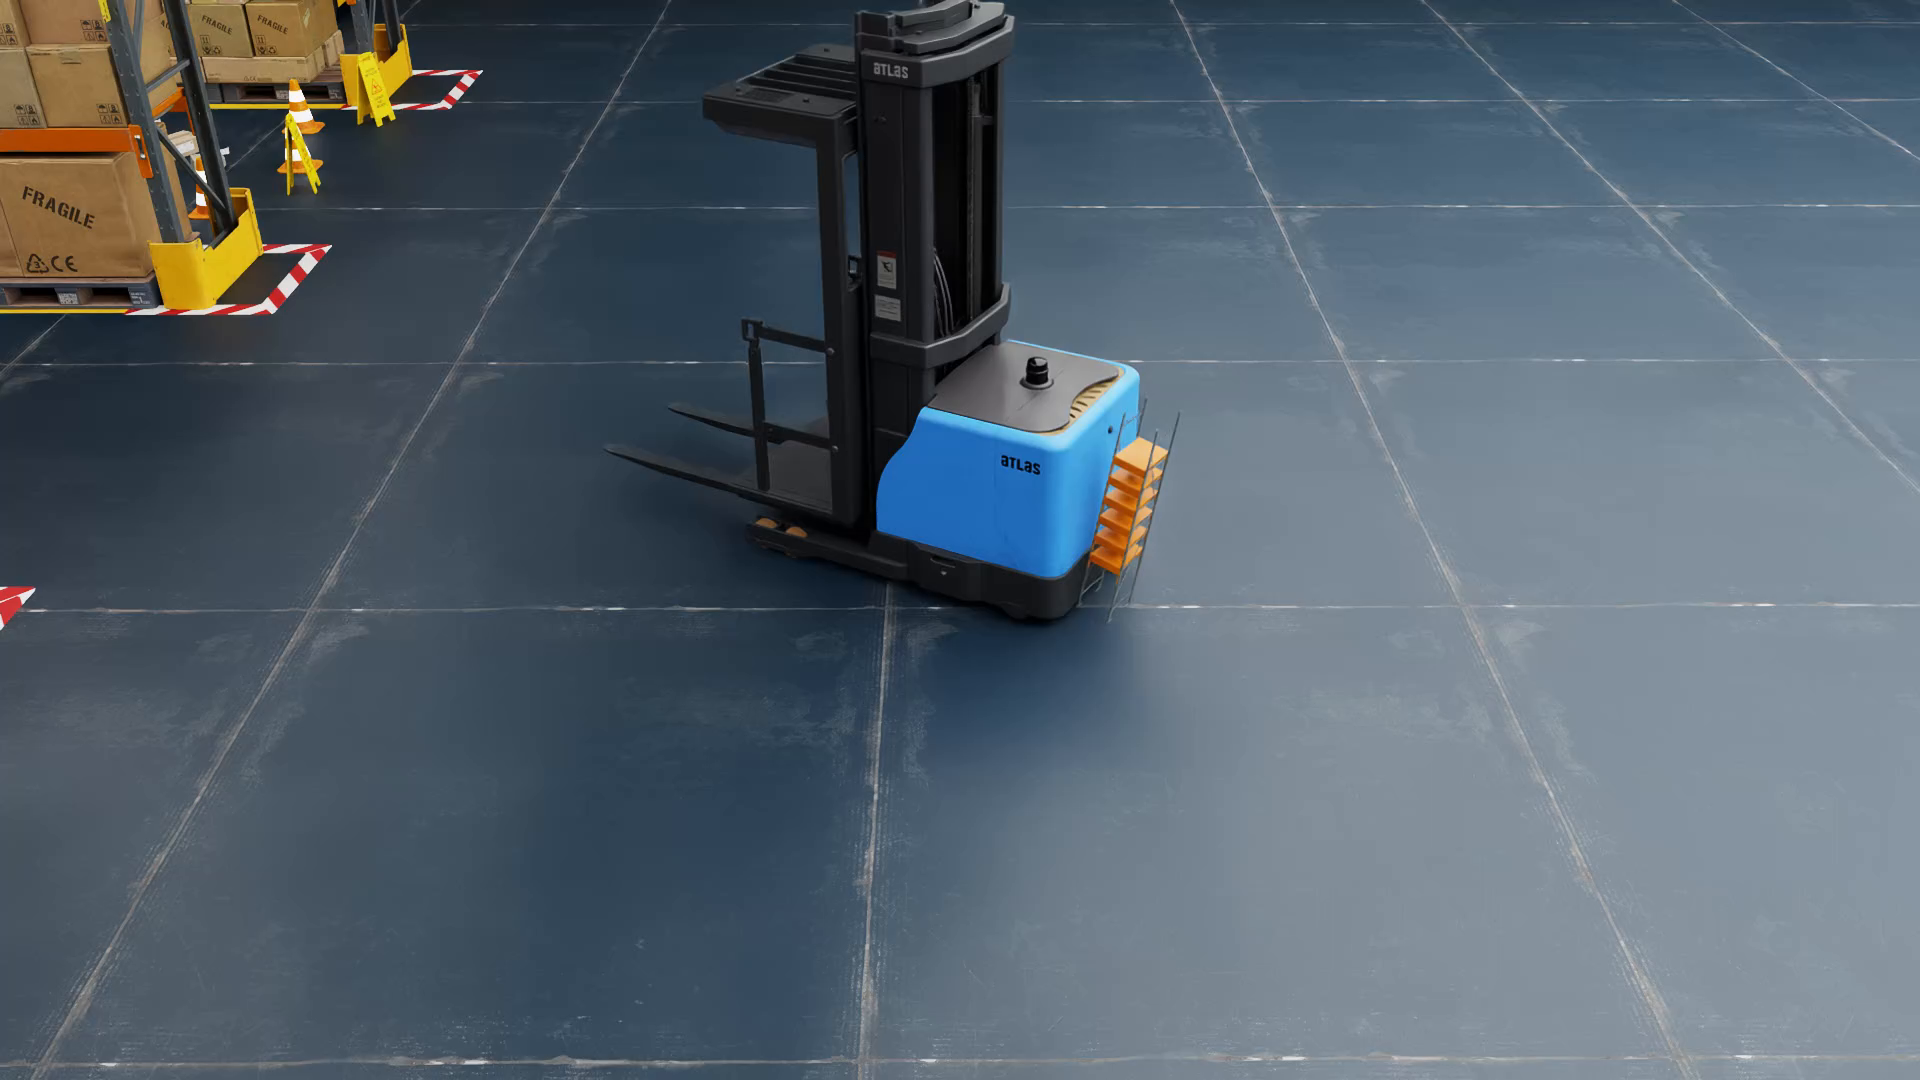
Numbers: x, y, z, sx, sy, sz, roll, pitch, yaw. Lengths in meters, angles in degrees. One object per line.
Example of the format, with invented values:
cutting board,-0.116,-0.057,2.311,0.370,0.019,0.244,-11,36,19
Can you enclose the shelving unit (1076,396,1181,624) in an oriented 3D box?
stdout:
shelving unit,0.834,-0.134,8.300,0.189,1.200,0.258,28,40,23

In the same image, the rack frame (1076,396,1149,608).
rack frame,0.760,-0.174,8.335,0.006,1.200,0.240,28,40,23

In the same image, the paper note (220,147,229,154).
paper note,-6.673,-3.508,15.002,0.142,0.019,0.148,-11,33,-17

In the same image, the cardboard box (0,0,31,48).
cardboard box,-6.530,-3.740,11.338,0.550,0.550,0.875,0,31,0

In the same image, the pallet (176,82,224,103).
pallet,-7.846,-4.634,16.684,1.213,0.211,1.003,0,31,0

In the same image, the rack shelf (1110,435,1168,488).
rack shelf,0.879,-0.384,8.112,0.180,0.103,0.258,28,40,23

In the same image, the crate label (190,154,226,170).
crate label,-6.601,-3.309,14.572,0.298,0.136,0.250,-17,35,-26

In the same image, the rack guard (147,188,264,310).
rack guard,-5.585,-2.177,12.356,0.348,0.500,1.175,0,31,0

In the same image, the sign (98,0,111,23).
sign,-5.620,-3.560,10.881,0.005,0.325,0.100,0,31,0

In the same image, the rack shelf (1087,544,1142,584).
rack shelf,0.793,0.091,8.469,0.180,0.103,0.258,28,40,23

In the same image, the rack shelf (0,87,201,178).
rack shelf,-7.609,-2.932,11.883,4.000,0.370,1.077,0,31,0

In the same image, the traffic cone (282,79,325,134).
traffic cone,-6.162,-4.058,15.492,0.334,0.463,0.336,0,31,0

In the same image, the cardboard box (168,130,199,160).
cardboard box,-7.038,-3.542,14.944,0.250,0.149,0.380,16,35,25

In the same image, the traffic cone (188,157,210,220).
traffic cone,-6.149,-2.896,13.576,0.334,0.463,0.336,0,31,0

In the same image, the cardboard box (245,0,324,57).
cardboard box,-6.540,-4.999,16.121,0.500,0.500,0.500,0,31,0

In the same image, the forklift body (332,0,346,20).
forklift body,-7.659,-7.072,18.833,1.214,2.155,2.313,0,31,0

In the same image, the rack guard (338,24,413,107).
rack guard,-5.816,-4.744,16.587,0.348,0.500,1.175,0,31,0

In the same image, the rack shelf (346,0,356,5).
rack shelf,-7.740,-5.499,16.115,4.000,0.370,1.077,0,31,0

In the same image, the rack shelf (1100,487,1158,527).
rack shelf,0.845,-0.194,8.255,0.180,0.103,0.258,28,40,23

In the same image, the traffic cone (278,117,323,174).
traffic cone,-5.816,-3.483,14.544,0.334,0.463,0.336,0,31,0

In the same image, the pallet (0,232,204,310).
pallet,-6.408,-2.010,12.360,1.213,0.211,1.003,0,31,0

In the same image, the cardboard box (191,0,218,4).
cardboard box,-7.158,-5.242,15.895,0.250,0.149,0.380,0,31,1

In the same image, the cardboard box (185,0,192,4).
cardboard box,-7.421,-5.242,15.895,0.250,0.149,0.380,1,31,2

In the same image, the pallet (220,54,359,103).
pallet,-6.629,-4.636,16.688,1.213,0.211,1.003,0,31,0

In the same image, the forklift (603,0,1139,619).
forklift,-0.594,-1.381,8.700,3.031,2.935,1.130,16,35,24

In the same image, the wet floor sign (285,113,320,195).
wet floor sign,-5.592,-3.266,14.011,0.232,0.644,0.267,-5,32,-9

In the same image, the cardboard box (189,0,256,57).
cardboard box,-7.061,-4.996,16.116,0.500,0.500,0.500,1,31,2

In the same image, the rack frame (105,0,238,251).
rack frame,-5.609,-3.245,11.707,0.127,3.000,1.000,0,31,0

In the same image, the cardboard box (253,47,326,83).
cardboard box,-6.571,-4.674,16.309,0.500,0.250,0.500,0,31,-1

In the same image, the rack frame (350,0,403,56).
rack frame,-5.740,-5.813,15.939,0.127,3.000,1.000,0,31,0

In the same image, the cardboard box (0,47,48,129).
cardboard box,-6.530,-3.272,11.606,0.550,0.550,0.875,0,31,0

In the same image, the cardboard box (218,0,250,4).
cardboard box,-6.906,-5.241,15.894,0.250,0.149,0.380,1,31,1

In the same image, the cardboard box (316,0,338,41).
cardboard box,-6.572,-5.278,16.580,0.500,0.500,0.500,-1,31,-2

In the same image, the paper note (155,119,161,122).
paper note,-7.644,-3.949,15.729,0.148,0.019,0.142,-11,33,-17

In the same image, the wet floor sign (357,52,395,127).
wet floor sign,-5.544,-4.252,15.635,0.232,0.644,0.267,10,33,17

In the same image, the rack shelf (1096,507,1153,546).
rack shelf,0.828,-0.099,8.326,0.180,0.103,0.258,28,40,23

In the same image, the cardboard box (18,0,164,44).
cardboard box,-5.980,-3.790,11.419,0.550,0.550,0.875,0,31,0

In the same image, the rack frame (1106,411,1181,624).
rack frame,0.908,-0.094,8.264,0.006,1.200,0.240,28,40,23

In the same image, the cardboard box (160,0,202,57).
cardboard box,-7.566,-4.998,16.119,0.500,0.500,0.500,-1,31,-1

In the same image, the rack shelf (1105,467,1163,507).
rack shelf,0.862,-0.289,8.183,0.180,0.103,0.258,28,40,23

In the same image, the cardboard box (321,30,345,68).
cardboard box,-6.548,-4.958,16.775,0.500,0.250,0.500,0,31,-1

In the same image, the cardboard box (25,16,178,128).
cardboard box,-5.980,-3.285,11.628,0.550,0.550,0.875,0,31,0

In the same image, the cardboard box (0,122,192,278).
cardboard box,-6.287,-2.480,12.089,0.875,0.875,0.875,0,31,0

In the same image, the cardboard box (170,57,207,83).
cardboard box,-7.588,-4.673,16.305,0.500,0.250,0.500,-1,31,-2

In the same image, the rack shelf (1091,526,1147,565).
rack shelf,0.810,-0.004,8.398,0.180,0.103,0.258,28,40,23

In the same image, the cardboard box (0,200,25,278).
cardboard box,-7.167,-2.476,12.083,0.875,0.875,0.875,-1,31,-1

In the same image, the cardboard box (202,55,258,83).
cardboard box,-7.065,-4.677,16.313,0.500,0.250,0.500,0,31,0
